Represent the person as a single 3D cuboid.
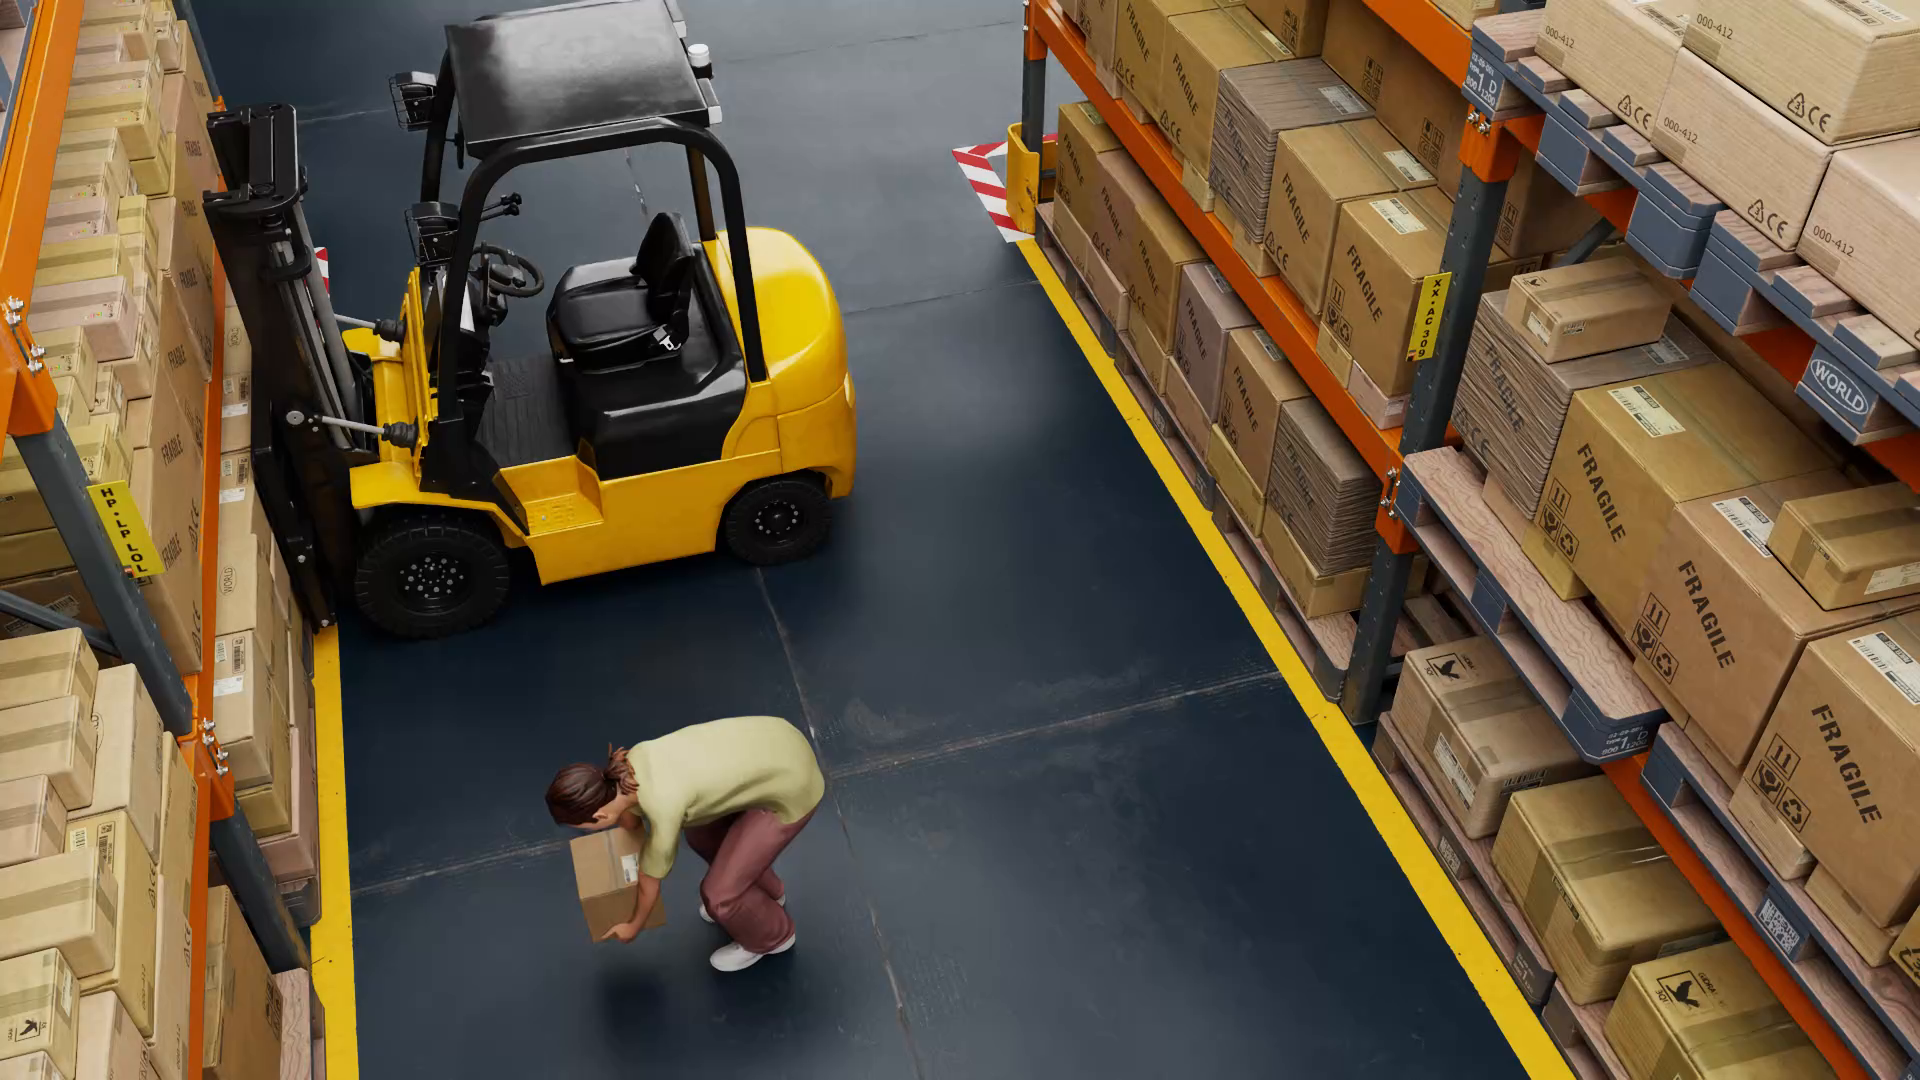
[{"bbox_3d":[-0.867,1.013,5.492,0.863,1.083,0.439,-14,44,-15],"label":"person"}]
